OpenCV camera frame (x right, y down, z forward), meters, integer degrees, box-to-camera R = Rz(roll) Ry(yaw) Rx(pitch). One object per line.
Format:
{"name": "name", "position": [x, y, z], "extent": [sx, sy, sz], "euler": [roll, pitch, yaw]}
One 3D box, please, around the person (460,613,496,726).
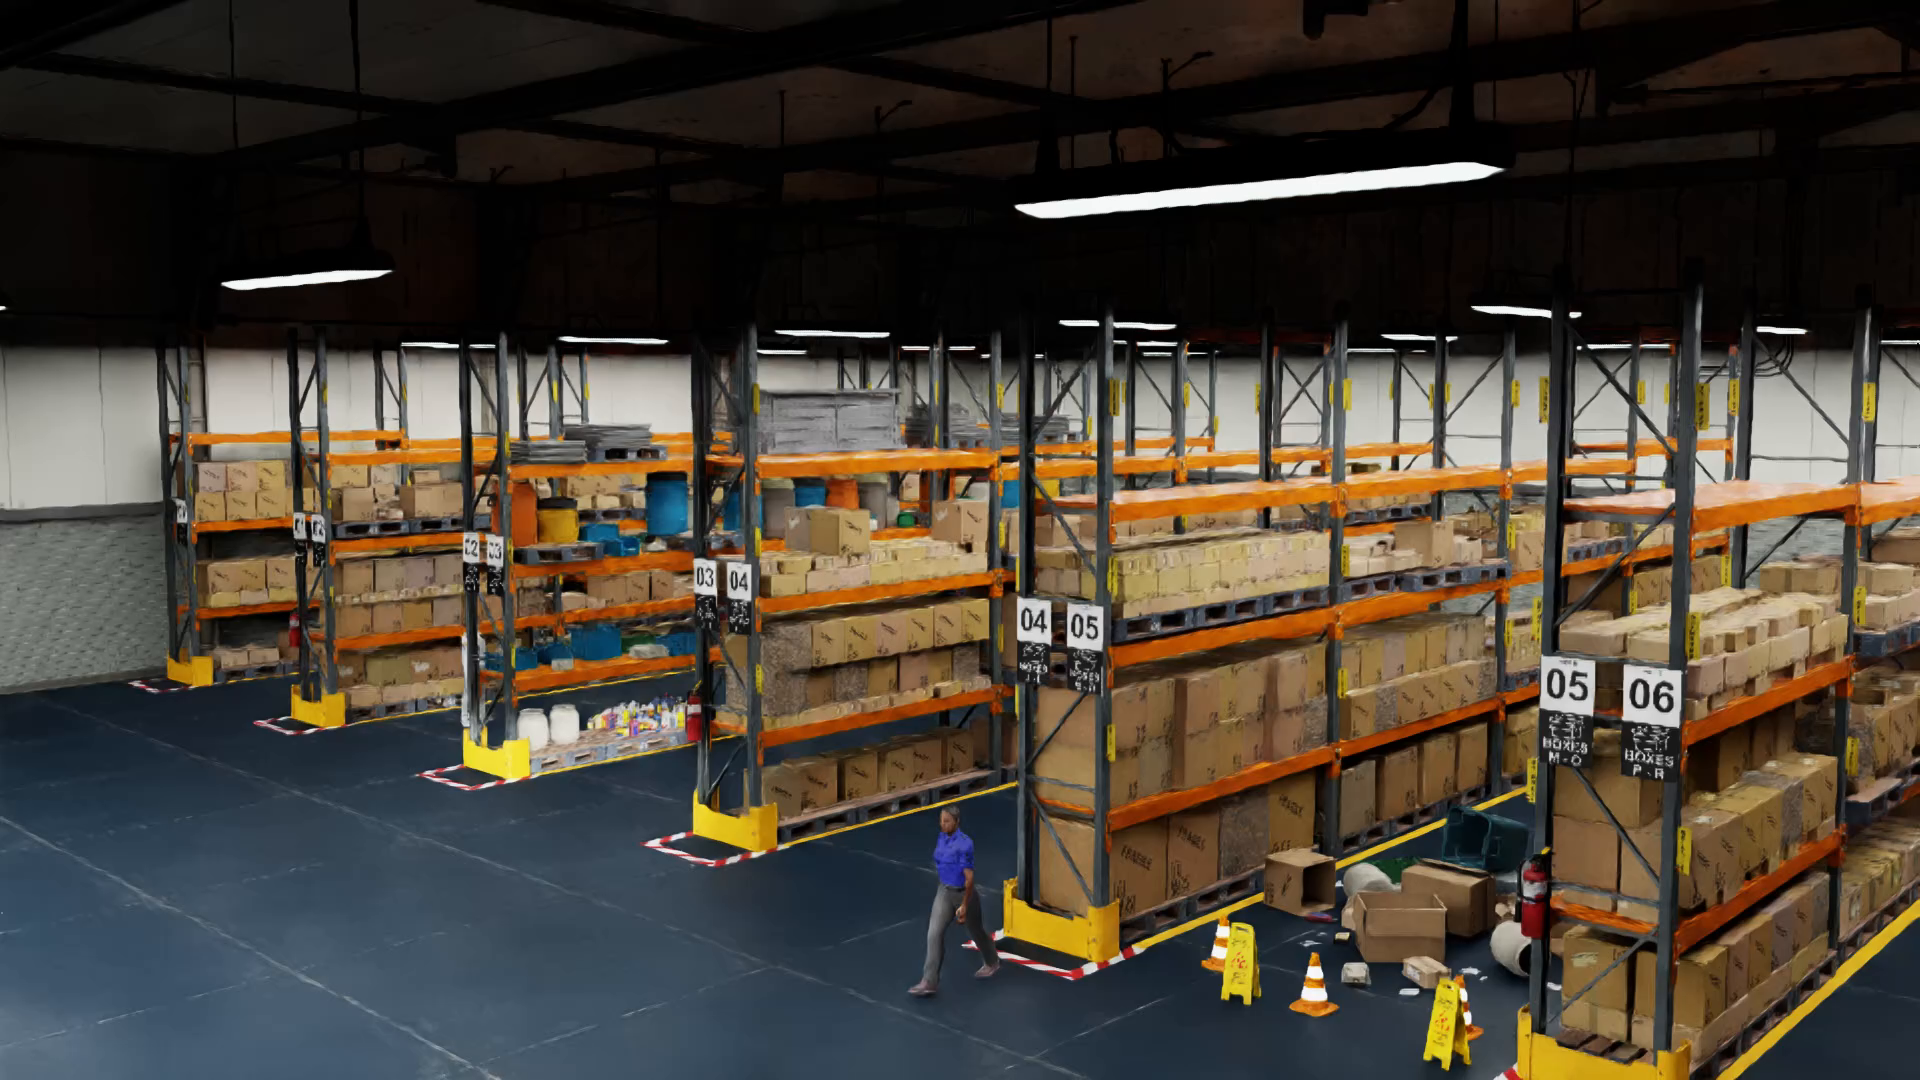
{"name": "person", "position": [-7.341, 1.947, 25.230], "extent": [0.433, 1.684, 0.553], "euler": [1, 6, 15]}

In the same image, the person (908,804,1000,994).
{"name": "person", "position": [-0.022, 3.033, 14.181], "extent": [0.461, 1.596, 0.999], "euler": [5, 7, 42]}

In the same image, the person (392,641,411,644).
{"name": "person", "position": [-9.544, 1.716, 28.149], "extent": [1.090, 1.573, 0.497], "euler": [-5, 8, -44]}
